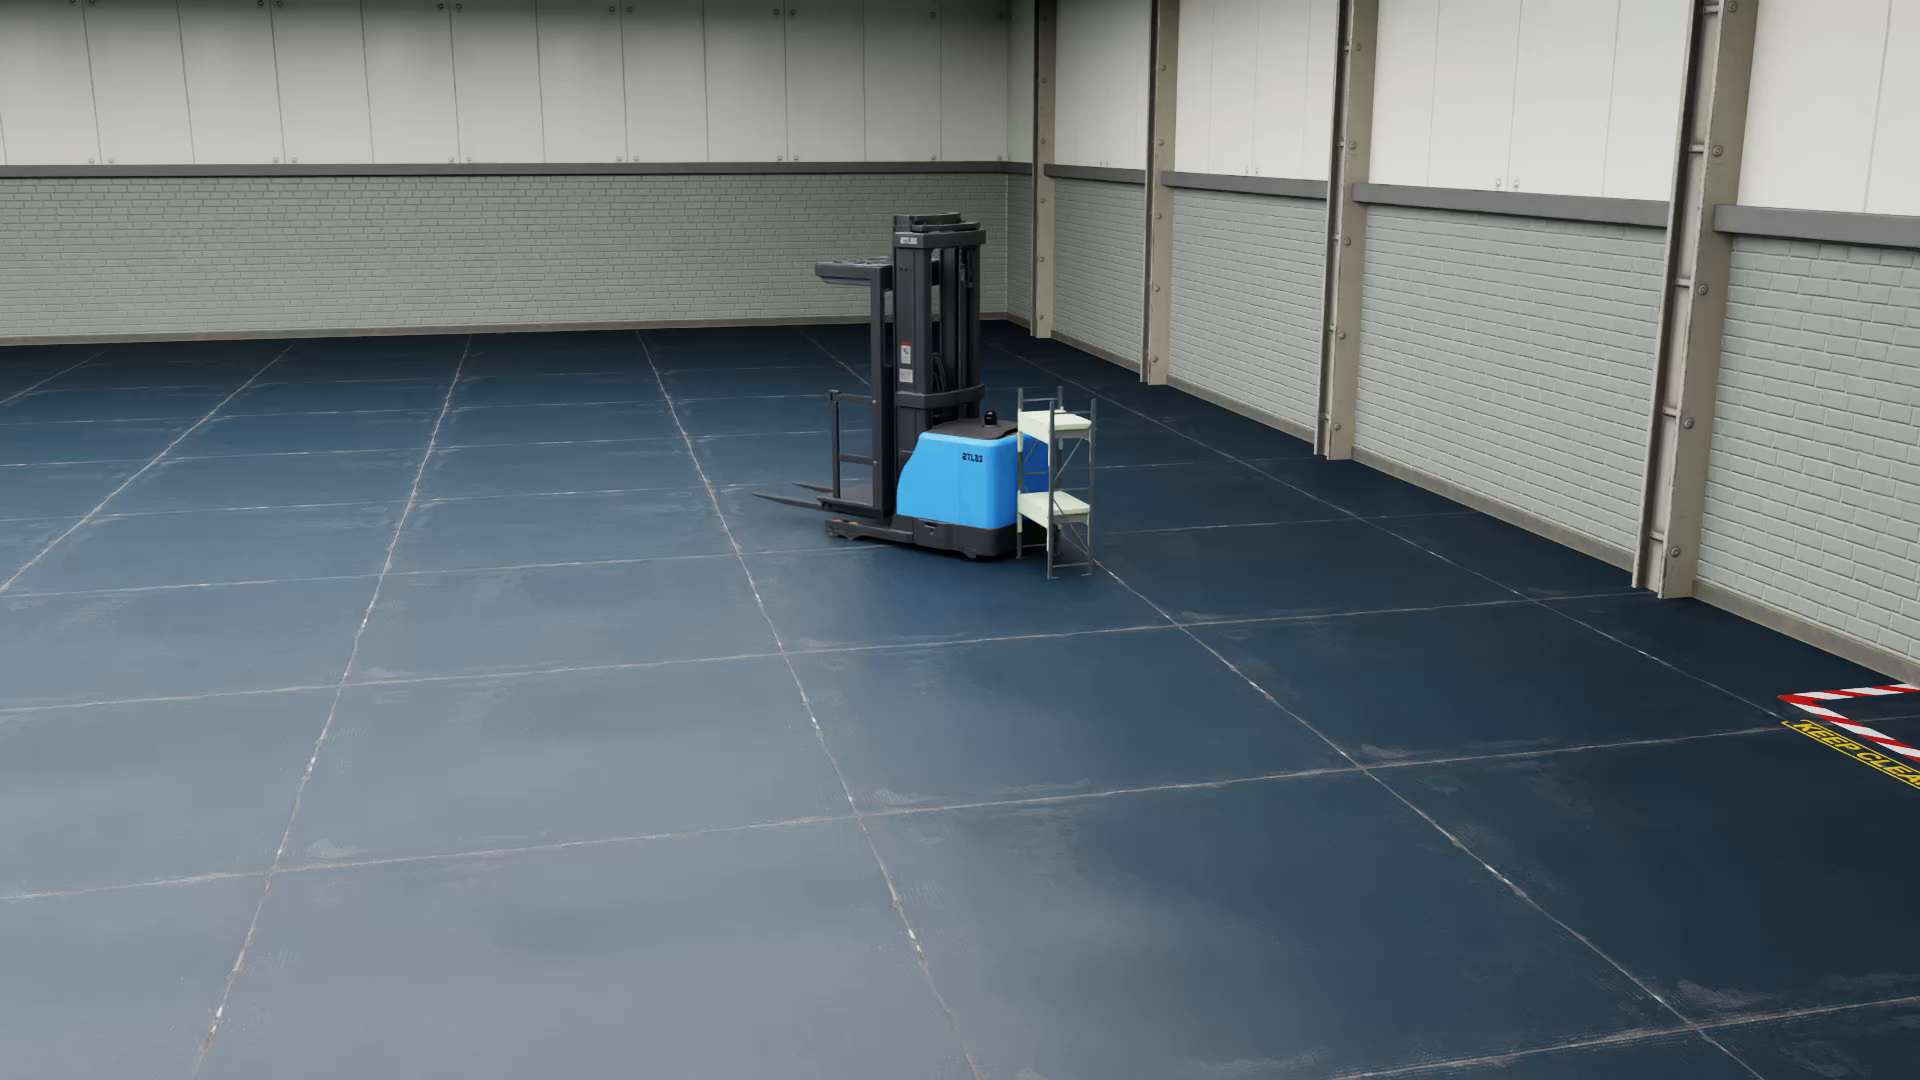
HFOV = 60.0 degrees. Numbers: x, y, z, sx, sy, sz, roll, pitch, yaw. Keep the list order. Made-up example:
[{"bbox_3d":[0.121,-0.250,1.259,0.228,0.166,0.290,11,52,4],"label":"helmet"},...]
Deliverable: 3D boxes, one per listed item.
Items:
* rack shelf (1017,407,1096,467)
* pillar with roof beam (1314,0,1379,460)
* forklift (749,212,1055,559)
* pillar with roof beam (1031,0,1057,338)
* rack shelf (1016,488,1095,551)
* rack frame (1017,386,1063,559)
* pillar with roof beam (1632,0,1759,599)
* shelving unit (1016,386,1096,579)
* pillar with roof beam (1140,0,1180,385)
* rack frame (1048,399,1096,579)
[{"bbox_3d":[0.810,-0.879,14.042,0.431,0.370,0.720,-5,14,-18],"label":"rack shelf"},{"bbox_3d":[0.131,-5.099,17.161,9.100,9.000,0.400,-3,14,-13],"label":"pillar with roof beam"},{"bbox_3d":[-0.631,-1.516,15.279,3.031,2.935,1.130,10,17,35],"label":"forklift"},{"bbox_3d":[-2.688,-7.868,28.492,9.100,9.000,0.400,-3,14,-13],"label":"pillar with roof beam"},{"bbox_3d":[0.810,-0.183,14.212,0.431,0.370,0.720,-5,14,-18],"label":"rack shelf"},{"bbox_3d":[0.693,-0.582,14.472,0.400,1.500,0.023,-5,14,-18],"label":"rack frame"},{"bbox_3d":[1.540,-3.715,11.495,9.100,9.000,0.400,-3,14,-13],"label":"pillar with roof beam"},{"bbox_3d":[0.810,-0.500,14.135,0.431,1.500,0.755,-5,14,-18],"label":"shelving unit"},{"bbox_3d":[-1.279,-6.483,22.826,9.100,9.000,0.400,-3,14,-13],"label":"pillar with roof beam"},{"bbox_3d":[0.927,-0.417,13.798,0.400,1.500,0.023,-5,14,-18],"label":"rack frame"}]
